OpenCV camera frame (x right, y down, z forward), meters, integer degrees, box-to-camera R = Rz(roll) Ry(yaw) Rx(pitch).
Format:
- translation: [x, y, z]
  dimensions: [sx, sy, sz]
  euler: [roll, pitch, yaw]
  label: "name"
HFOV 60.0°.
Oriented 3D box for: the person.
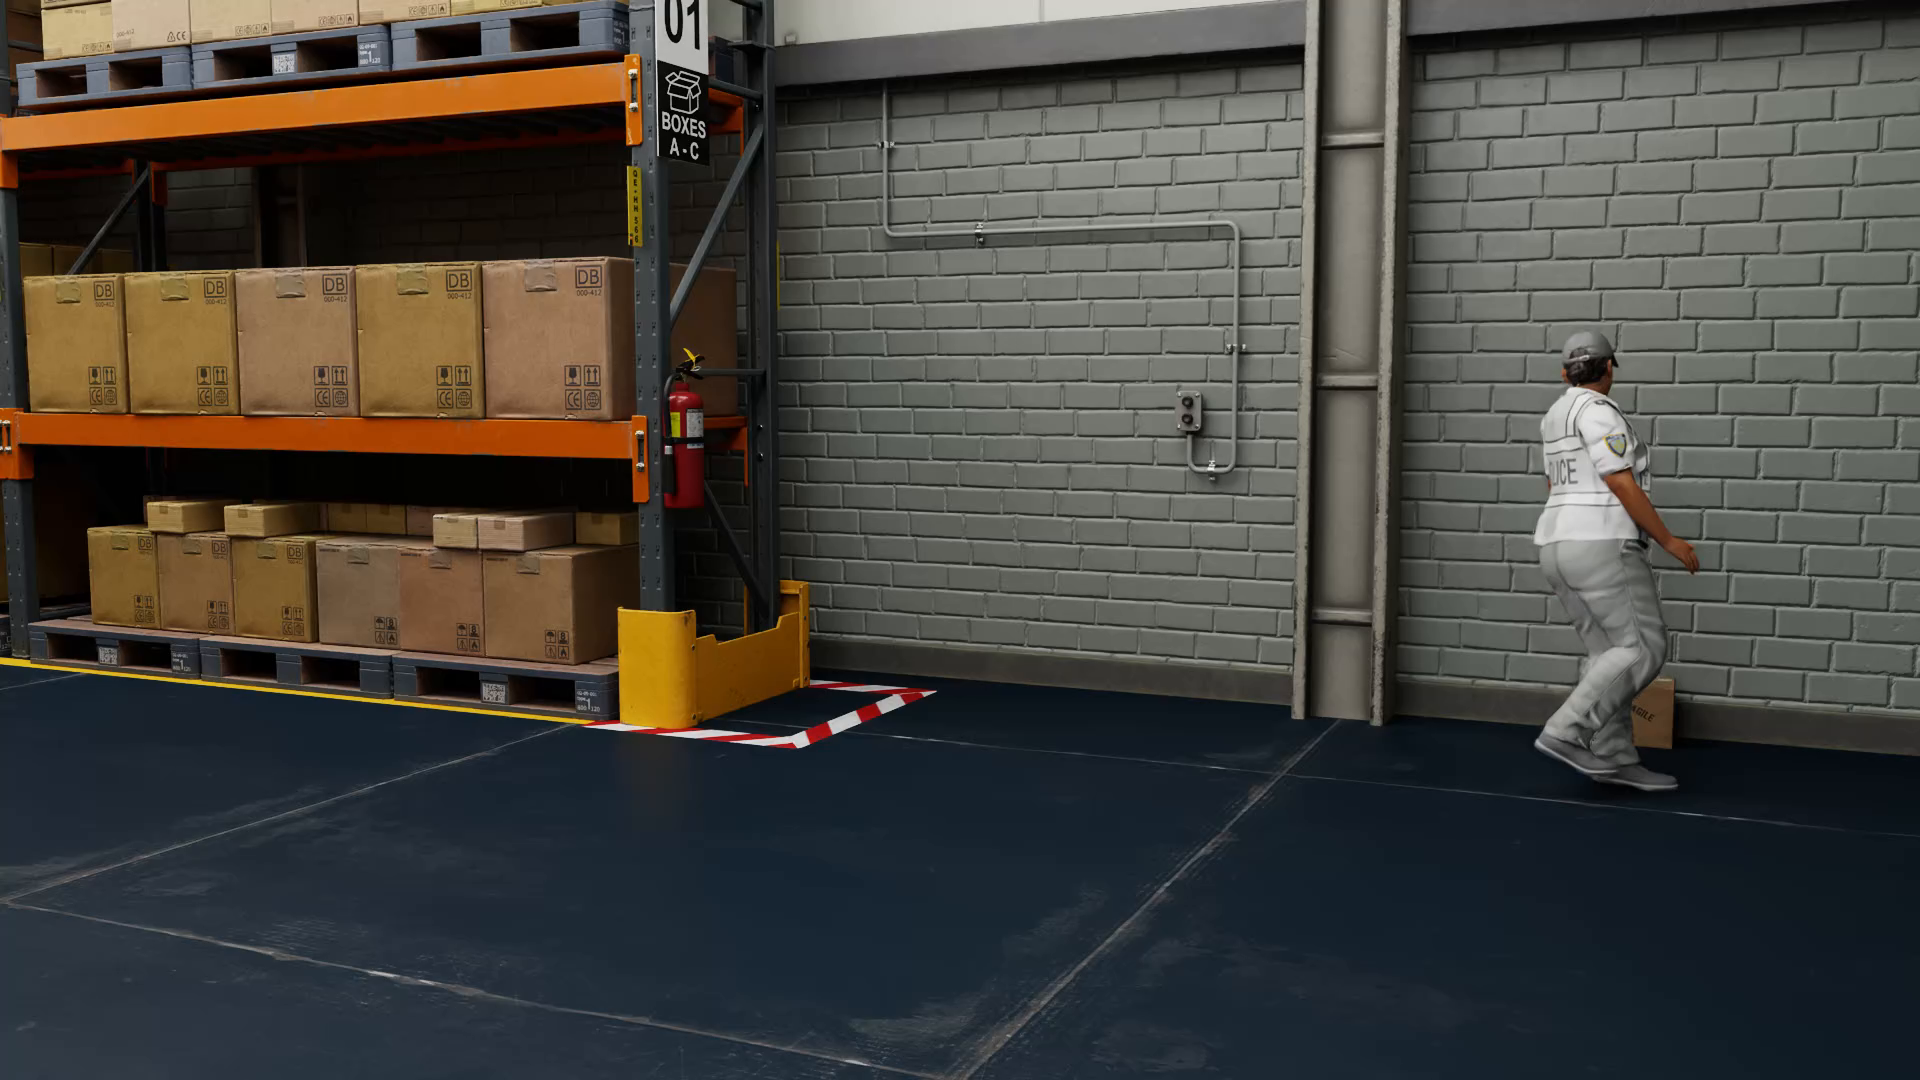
- translation: [2.344, 0.072, 6.053]
  dimensions: [0.551, 1.664, 0.552]
  euler: [0, 6, 4]
  label: "person"
